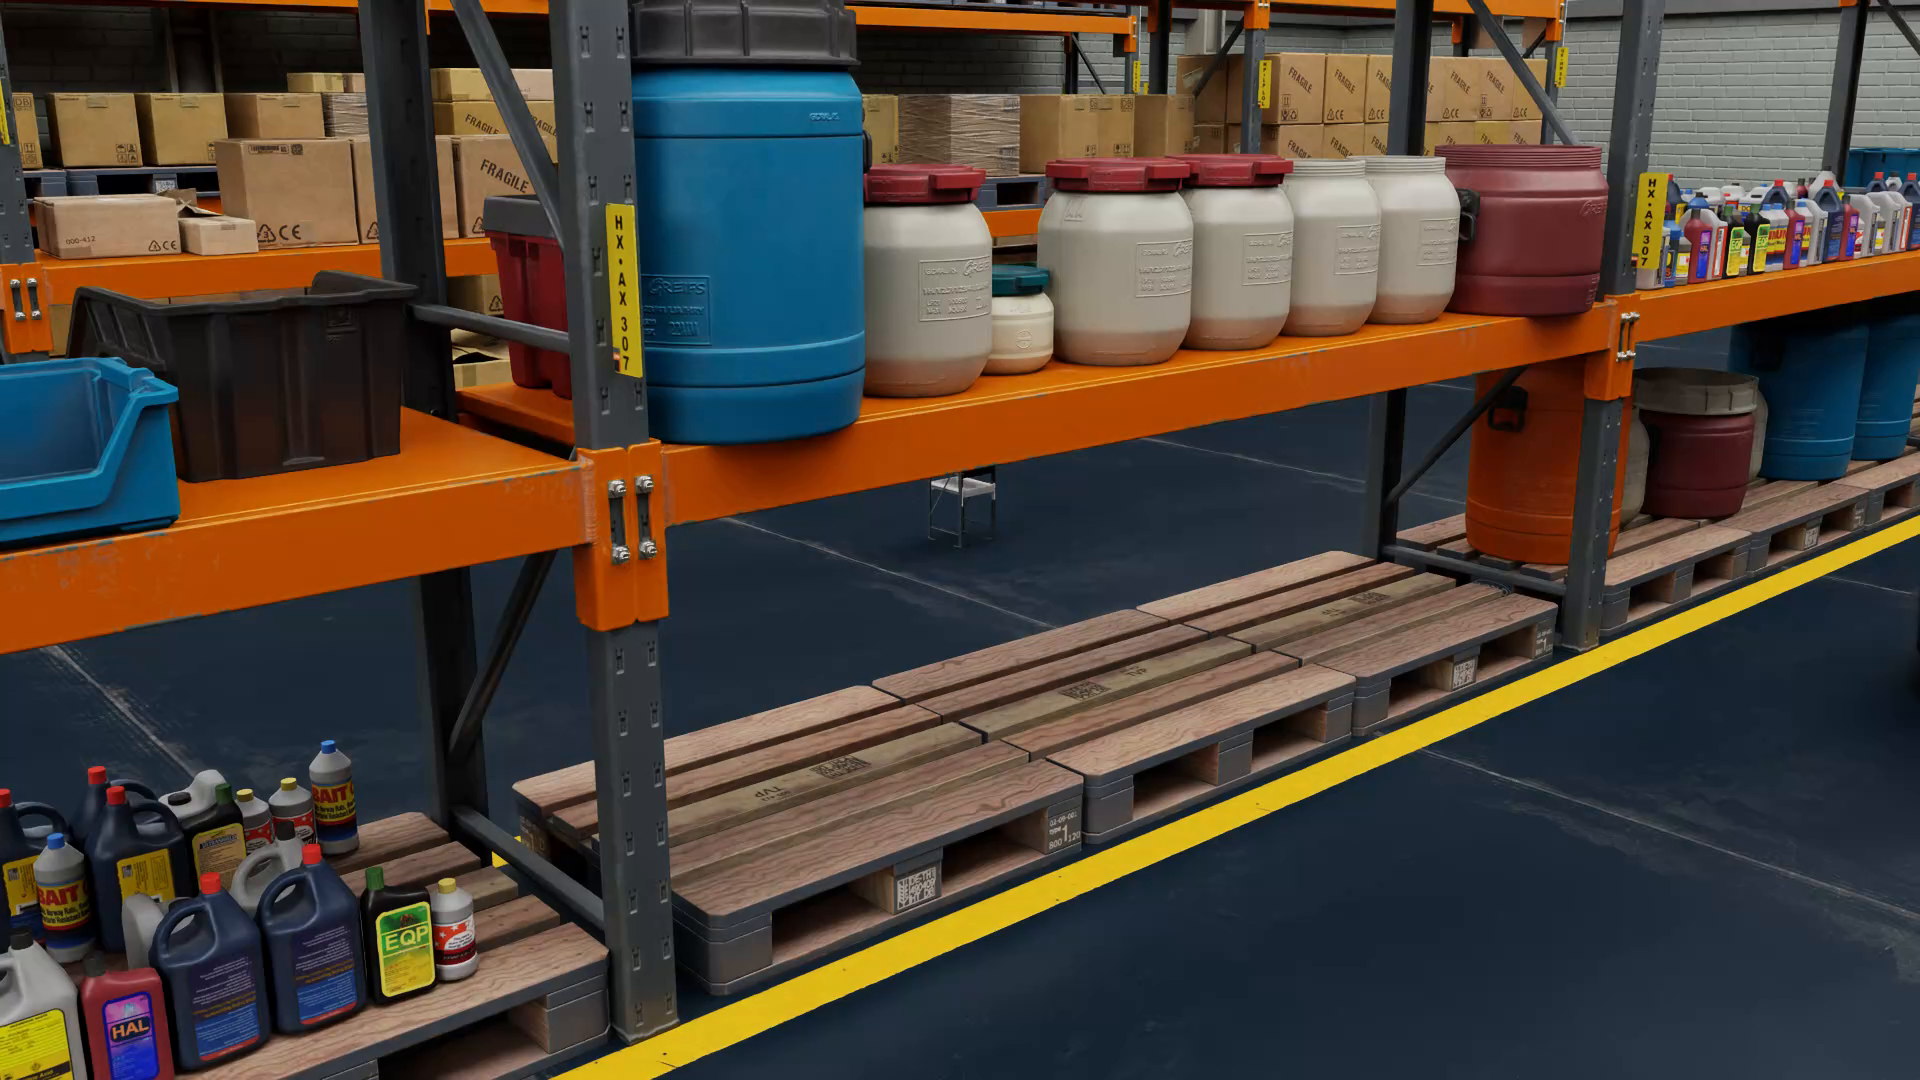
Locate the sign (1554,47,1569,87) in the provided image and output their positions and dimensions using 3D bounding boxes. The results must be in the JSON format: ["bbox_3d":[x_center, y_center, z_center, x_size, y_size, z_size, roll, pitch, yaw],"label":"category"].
[{"bbox_3d":[5.155,-4.052,14.252,0.005,0.325,0.100,-13,19,-39],"label":"sign"}]

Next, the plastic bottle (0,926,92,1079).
[{"bbox_3d":[-1.683,0.866,2.977,0.185,0.351,0.144,-13,20,-40],"label":"plastic bottle"}]

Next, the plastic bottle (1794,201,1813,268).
[{"bbox_3d":[3.535,-1.290,7.015,0.097,0.271,0.097,0,15,0],"label":"plastic bottle"}]

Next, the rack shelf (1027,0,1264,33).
[{"bbox_3d":[0.280,-3.537,10.760,4.000,0.370,1.077,-13,19,-39],"label":"rack shelf"}]

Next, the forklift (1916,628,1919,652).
[{"bbox_3d":[4.308,-0.618,4.384,1.130,2.935,3.031,-4,15,-14],"label":"forklift"}]

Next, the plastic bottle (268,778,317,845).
[{"bbox_3d":[-1.603,0.671,3.994,0.097,0.201,0.097,0,15,0],"label":"plastic bottle"}]

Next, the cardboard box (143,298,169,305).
[{"bbox_3d":[-6.189,-1.691,12.261,0.500,0.500,0.700,-12,19,-39],"label":"cardboard box"}]

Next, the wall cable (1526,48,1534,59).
[{"bbox_3d":[6.053,-6.702,21.421,0.112,2.526,3.097,-13,19,-39],"label":"wall cable"}]

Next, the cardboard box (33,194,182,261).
[{"bbox_3d":[-3.904,-1.438,7.613,0.500,0.250,0.500,-11,19,-36],"label":"cardboard box"}]

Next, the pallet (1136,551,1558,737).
[{"bbox_3d":[1.410,0.339,6.071,1.213,0.211,1.003,-13,19,-39],"label":"pallet"}]

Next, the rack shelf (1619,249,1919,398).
[{"bbox_3d":[3.528,-1.123,7.535,4.000,0.370,1.077,-13,19,-39],"label":"rack shelf"}]

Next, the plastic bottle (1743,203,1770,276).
[{"bbox_3d":[3.212,-1.217,6.719,0.133,0.283,0.061,-13,19,-39],"label":"plastic bottle"}]

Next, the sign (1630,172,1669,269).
[{"bbox_3d":[2.386,-1.104,5.756,0.005,0.325,0.100,-13,19,-39],"label":"sign"}]

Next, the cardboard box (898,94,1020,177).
[{"bbox_3d":[-0.013,-2.594,10.642,0.500,0.500,0.700,-9,17,-29],"label":"cardboard box"}]

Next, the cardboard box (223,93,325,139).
[{"bbox_3d":[-5.236,-3.140,12.645,0.700,0.500,0.500,14,20,42],"label":"cardboard box"}]

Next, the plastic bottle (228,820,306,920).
[{"bbox_3d":[-1.389,0.750,3.409,0.185,0.351,0.144,-13,19,-39],"label":"plastic bottle"}]

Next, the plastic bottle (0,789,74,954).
[{"bbox_3d":[-2.022,0.701,3.593,0.185,0.351,0.144,-14,20,-42],"label":"plastic bottle"}]

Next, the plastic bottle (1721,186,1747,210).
[{"bbox_3d":[3.739,-1.588,8.123,0.135,0.276,0.152,-13,19,-39],"label":"plastic bottle"}]

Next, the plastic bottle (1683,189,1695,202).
[{"bbox_3d":[3.459,-1.532,7.923,0.097,0.271,0.097,0,15,0],"label":"plastic bottle"}]

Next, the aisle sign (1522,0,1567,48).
[{"bbox_3d":[5.058,-4.660,14.344,0.004,0.787,0.394,-13,19,-39],"label":"aisle sign"}]

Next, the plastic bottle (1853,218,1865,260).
[{"bbox_3d":[3.950,-1.349,7.373,0.097,0.201,0.097,0,15,0],"label":"plastic bottle"}]

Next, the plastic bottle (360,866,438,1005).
[{"bbox_3d":[-1.144,0.792,3.385,0.133,0.283,0.061,-11,19,-37],"label":"plastic bottle"}]

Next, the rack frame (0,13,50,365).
[{"bbox_3d":[-4.247,-1.419,7.249,0.127,3.000,1.000,-13,19,-39],"label":"rack frame"}]

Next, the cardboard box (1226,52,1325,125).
[{"bbox_3d":[2.329,-3.331,12.275,0.500,0.500,0.500,-12,19,-38],"label":"cardboard box"}]

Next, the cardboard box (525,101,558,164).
[{"bbox_3d":[-3.548,-3.381,13.787,0.500,0.500,0.500,-12,19,-38],"label":"cardboard box"}]

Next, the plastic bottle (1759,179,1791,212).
[{"bbox_3d":[3.526,-1.386,7.222,0.185,0.351,0.144,-13,19,-39],"label":"plastic bottle"}]

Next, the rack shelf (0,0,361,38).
[{"bbox_3d":[-5.993,-3.823,11.832,4.000,0.370,1.077,-13,19,-39],"label":"rack shelf"}]

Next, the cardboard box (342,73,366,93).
[{"bbox_3d":[-4.724,-3.570,13.000,0.380,0.149,0.250,13,20,40],"label":"cardboard box"}]

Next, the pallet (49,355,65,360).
[{"bbox_3d":[-6.915,-1.168,11.712,1.213,0.211,1.003,-13,19,-39],"label":"pallet"}]

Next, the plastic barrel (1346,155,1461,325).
[{"bbox_3d":[1.384,-0.970,5.351,0.421,0.512,0.421,0,15,0],"label":"plastic barrel"}]

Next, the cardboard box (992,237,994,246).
[{"bbox_3d":[-0.065,-3.011,17.239,0.500,0.500,0.700,-12,19,-38],"label":"cardboard box"}]

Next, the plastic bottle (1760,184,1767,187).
[{"bbox_3d":[4.056,-1.666,8.426,0.097,0.271,0.097,0,15,0],"label":"plastic bottle"}]

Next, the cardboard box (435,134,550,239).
[{"bbox_3d":[-2.484,-1.857,8.697,0.500,0.500,0.500,-14,20,-42],"label":"cardboard box"}]

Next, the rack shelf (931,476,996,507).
[{"bbox_3d":[0.006,-0.230,7.694,0.200,0.077,0.258,-13,19,-39],"label":"rack shelf"}]

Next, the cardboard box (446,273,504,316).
[{"bbox_3d":[-3.843,-2.324,13.988,0.750,0.750,0.750,-13,20,-40],"label":"cardboard box"}]

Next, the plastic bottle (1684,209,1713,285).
[{"bbox_3d":[2.836,-1.132,6.403,0.133,0.283,0.061,-13,19,-39],"label":"plastic bottle"}]

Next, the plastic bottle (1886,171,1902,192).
[{"bbox_3d":[4.464,-1.594,8.001,0.185,0.351,0.144,-13,19,-39],"label":"plastic bottle"}]

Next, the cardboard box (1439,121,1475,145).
[{"bbox_3d":[3.878,-3.199,13.721,0.500,0.500,0.500,-12,19,-39],"label":"cardboard box"}]

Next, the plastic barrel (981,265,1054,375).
[{"bbox_3d":[0.101,-0.581,4.382,0.301,0.262,0.301,0,15,0],"label":"plastic barrel"}]

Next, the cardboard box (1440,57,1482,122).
[{"bbox_3d":[3.882,-3.680,13.582,0.500,0.500,0.500,-12,19,-38],"label":"cardboard box"}]

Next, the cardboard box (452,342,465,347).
[{"bbox_3d":[-2.981,-0.947,8.909,0.500,0.311,0.500,-13,20,-40],"label":"cardboard box"}]

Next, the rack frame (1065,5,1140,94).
[{"bbox_3d":[1.551,-4.415,18.468,0.127,3.000,1.000,-13,19,-39],"label":"rack frame"}]

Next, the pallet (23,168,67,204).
[{"bbox_3d":[-6.829,-2.391,11.261,1.213,0.211,1.003,-13,19,-39],"label":"pallet"}]

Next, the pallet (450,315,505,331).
[{"bbox_3d":[-3.840,-1.832,14.199,1.213,0.211,1.003,-13,19,-39],"label":"pallet"}]

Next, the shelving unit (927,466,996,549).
[{"bbox_3d":[0.006,-0.436,7.639,0.210,0.900,0.258,-13,19,-39],"label":"shelving unit"}]

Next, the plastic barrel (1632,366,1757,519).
[{"bbox_3d":[3.229,-0.447,7.470,0.708,0.588,0.600,-13,19,-39],"label":"plastic barrel"}]

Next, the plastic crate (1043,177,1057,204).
[{"bbox_3d":[0.600,-0.948,5.364,0.583,0.464,0.402,-13,19,-39],"label":"plastic crate"}]

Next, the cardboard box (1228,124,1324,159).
[{"bbox_3d":[2.352,-2.856,12.435,0.500,0.500,0.500,-12,19,-38],"label":"cardboard box"}]

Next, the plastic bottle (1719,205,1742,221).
[{"bbox_3d":[3.660,-1.492,7.907,0.097,0.201,0.097,0,15,0],"label":"plastic bottle"}]

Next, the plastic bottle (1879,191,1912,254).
[{"bbox_3d":[4.296,-1.472,7.689,0.135,0.276,0.152,-13,19,-39],"label":"plastic bottle"}]

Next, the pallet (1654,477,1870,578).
[{"bbox_3d":[3.507,-0.132,7.834,1.213,0.211,1.003,-13,19,-39],"label":"pallet"}]
